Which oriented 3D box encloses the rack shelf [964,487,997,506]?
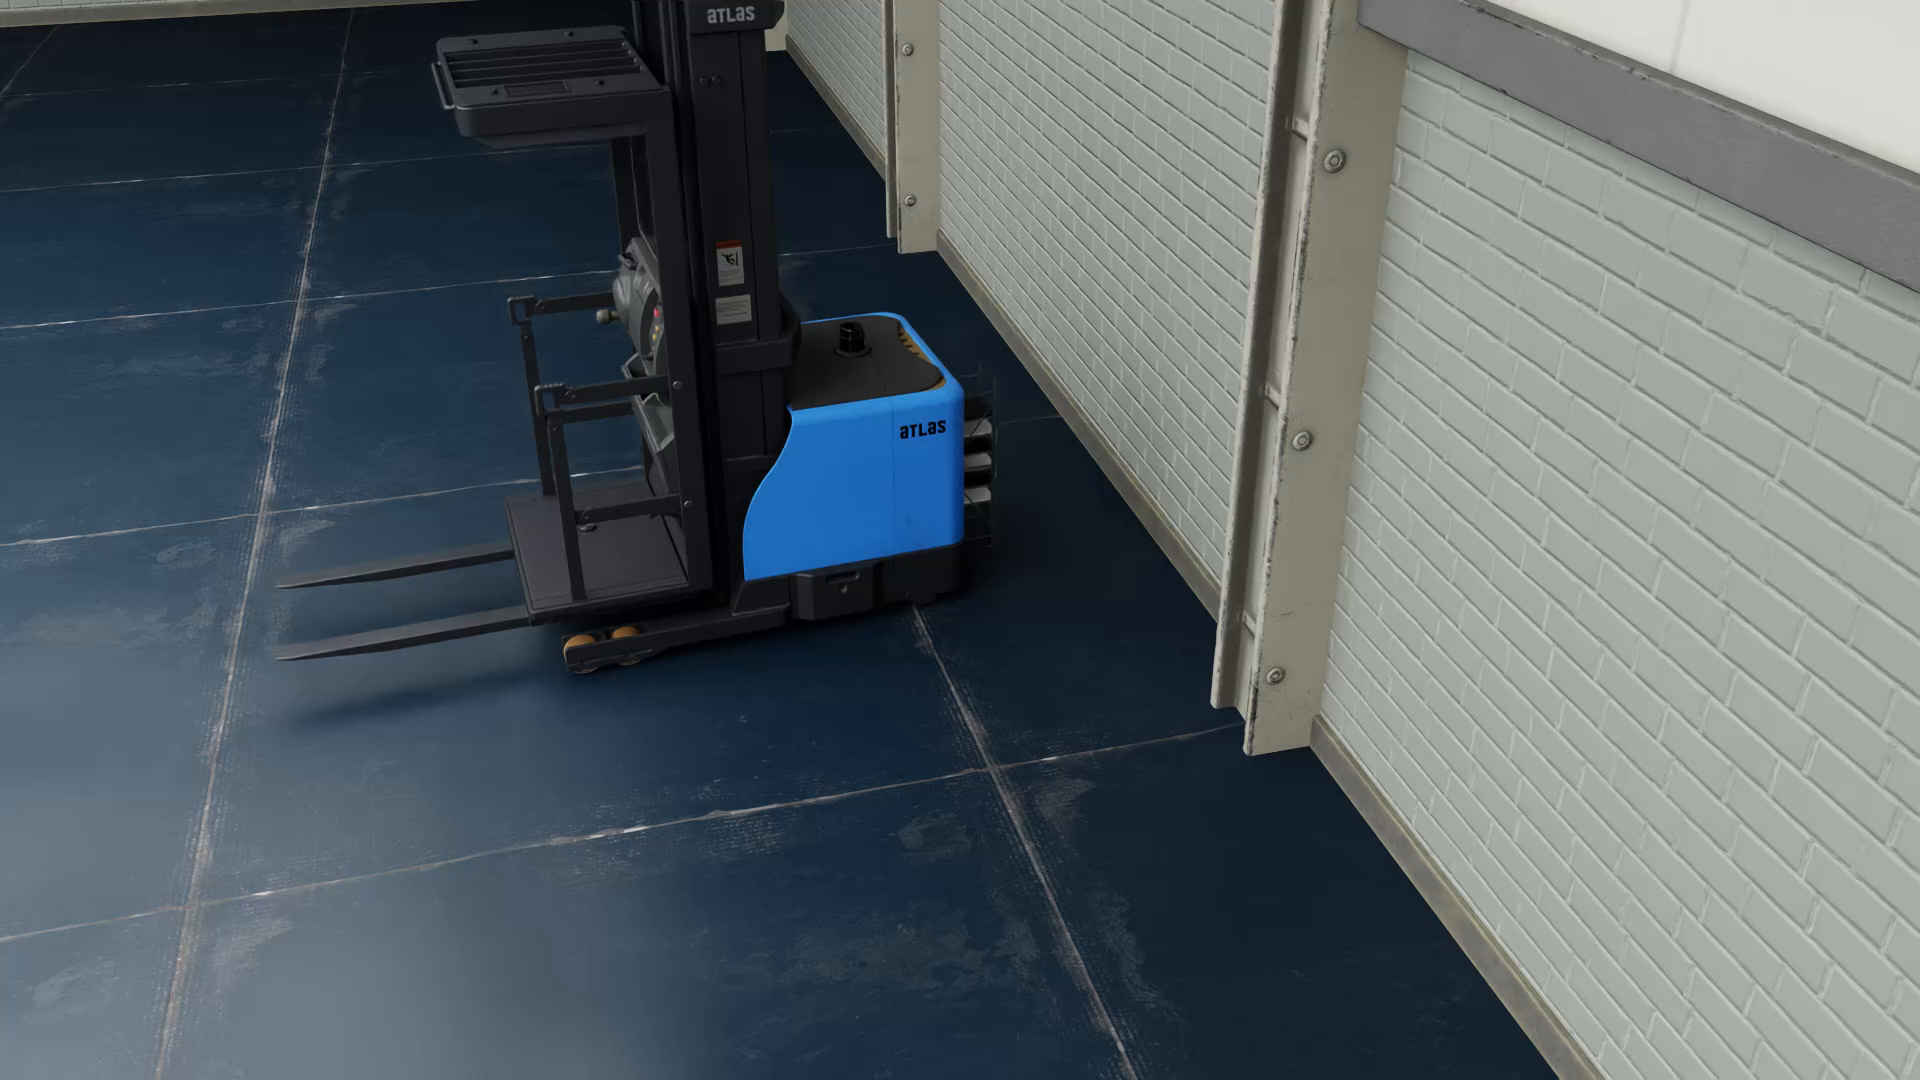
[{"bbox_3d":[0.023,-0.205,8.130,0.258,0.077,0.200,-10,31,-17],"label":"rack shelf"}]

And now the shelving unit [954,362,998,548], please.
[{"bbox_3d":[0.024,-0.389,8.023,0.258,0.900,0.210,-10,31,-17],"label":"shelving unit"}]

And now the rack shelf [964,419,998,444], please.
[{"bbox_3d":[0.024,-0.517,7.950,0.258,0.077,0.200,-10,31,-17],"label":"rack shelf"}]

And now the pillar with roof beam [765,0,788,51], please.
[{"bbox_3d":[-6.074,-8.358,13.707,9.100,9.000,0.400,-8,31,-13],"label":"pillar with roof beam"}]

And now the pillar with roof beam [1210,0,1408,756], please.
[{"bbox_3d":[-2.889,-2.562,3.694,9.100,9.000,0.400,-8,31,-13],"label":"pillar with roof beam"}]

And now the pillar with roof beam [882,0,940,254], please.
[{"bbox_3d":[-4.481,-5.460,8.700,9.100,9.000,0.400,-8,31,-13],"label":"pillar with roof beam"}]

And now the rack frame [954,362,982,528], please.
[{"bbox_3d":[-0.010,-0.437,8.106,0.240,0.900,0.006,-10,31,-17],"label":"rack frame"}]

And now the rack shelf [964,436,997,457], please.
[{"bbox_3d":[0.024,-0.439,7.995,0.258,0.077,0.200,-10,31,-17],"label":"rack shelf"}]

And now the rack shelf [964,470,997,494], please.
[{"bbox_3d":[0.023,-0.283,8.085,0.258,0.077,0.200,-10,31,-17],"label":"rack shelf"}]

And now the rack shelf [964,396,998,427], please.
[{"bbox_3d":[0.024,-0.594,7.905,0.258,0.077,0.200,-10,31,-17],"label":"rack shelf"}]

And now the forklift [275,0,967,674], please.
[{"bbox_3d":[-1.541,-0.985,7.026,3.031,2.935,1.130,-10,32,-17],"label":"forklift"}]

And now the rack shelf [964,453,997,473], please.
[{"bbox_3d":[0.024,-0.361,8.040,0.258,0.077,0.200,-10,31,-17],"label":"rack shelf"}]

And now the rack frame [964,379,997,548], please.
[{"bbox_3d":[0.057,-0.341,7.940,0.240,0.900,0.006,-10,31,-17],"label":"rack frame"}]
